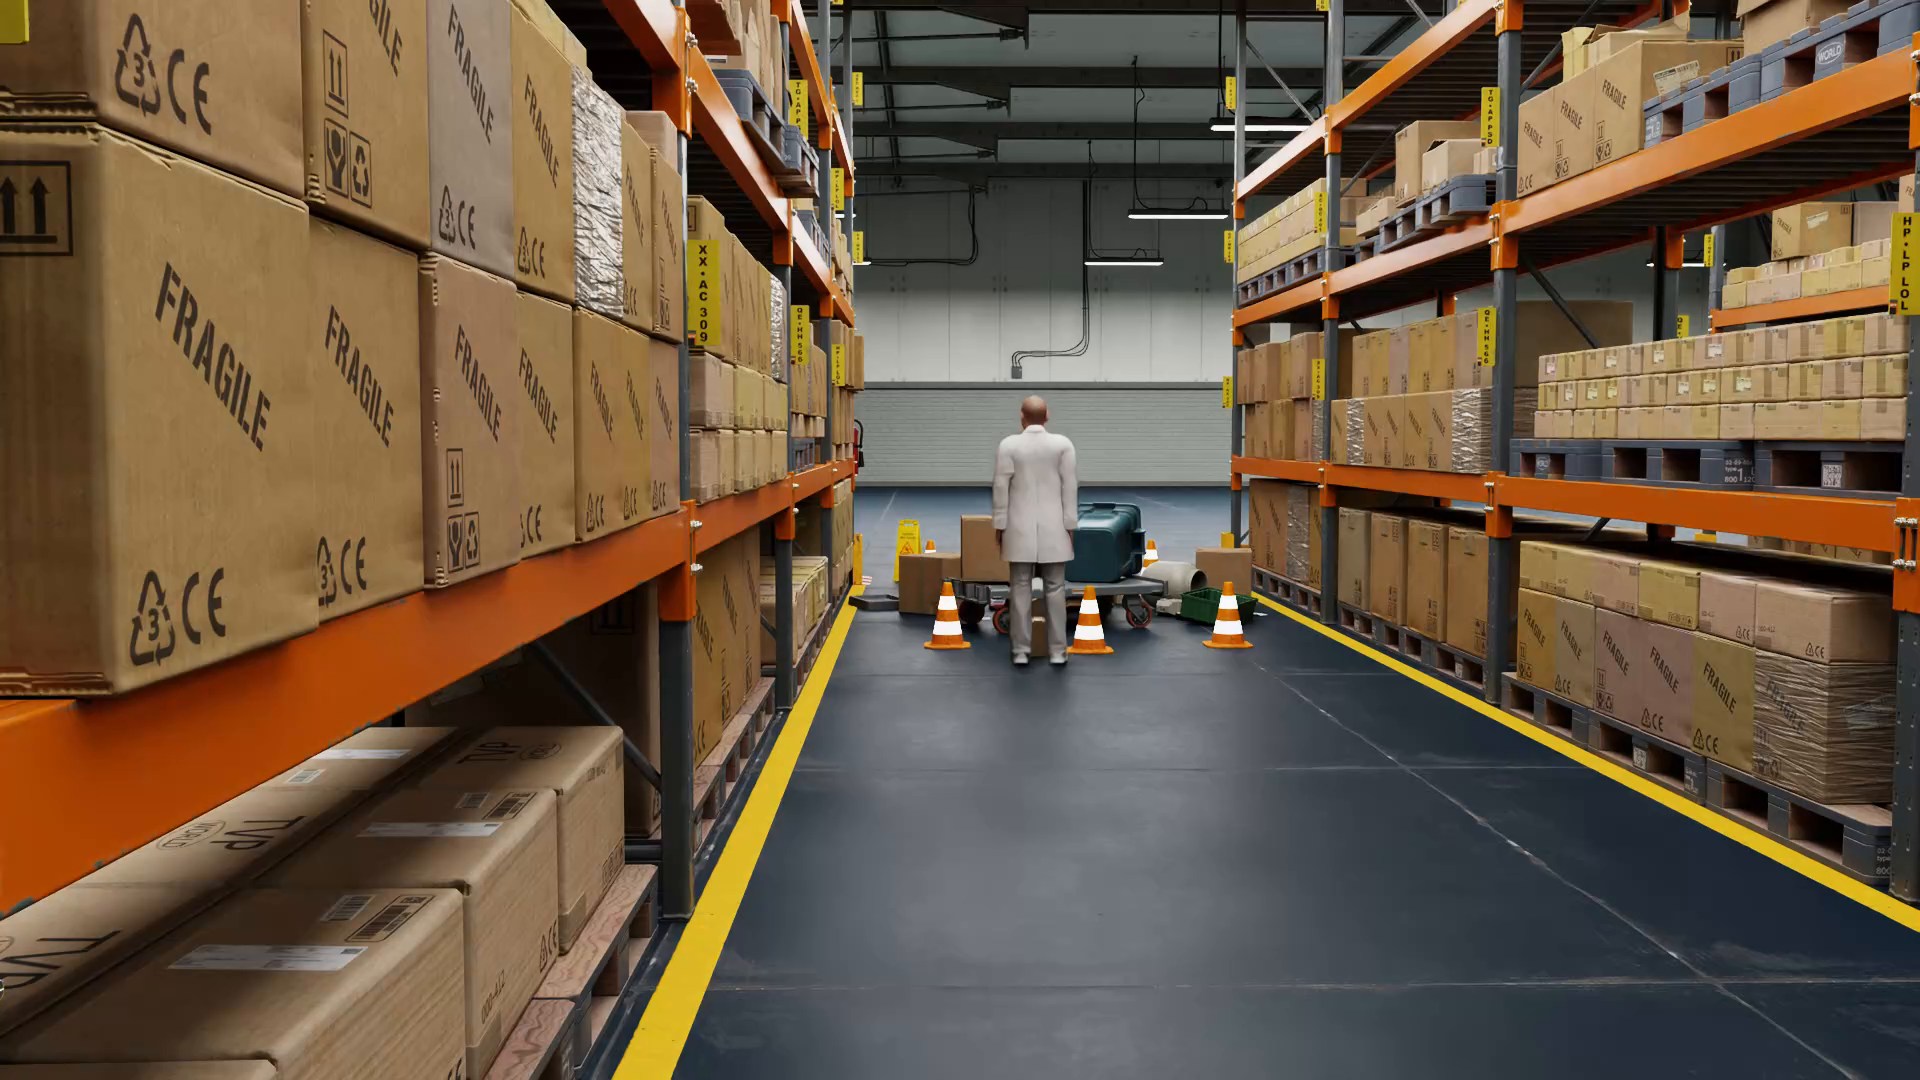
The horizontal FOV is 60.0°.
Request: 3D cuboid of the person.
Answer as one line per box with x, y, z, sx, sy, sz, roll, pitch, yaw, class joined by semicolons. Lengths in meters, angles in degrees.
0.493;-0.069;11.082;0.574;1.784;0.416;0;4;-1;person
